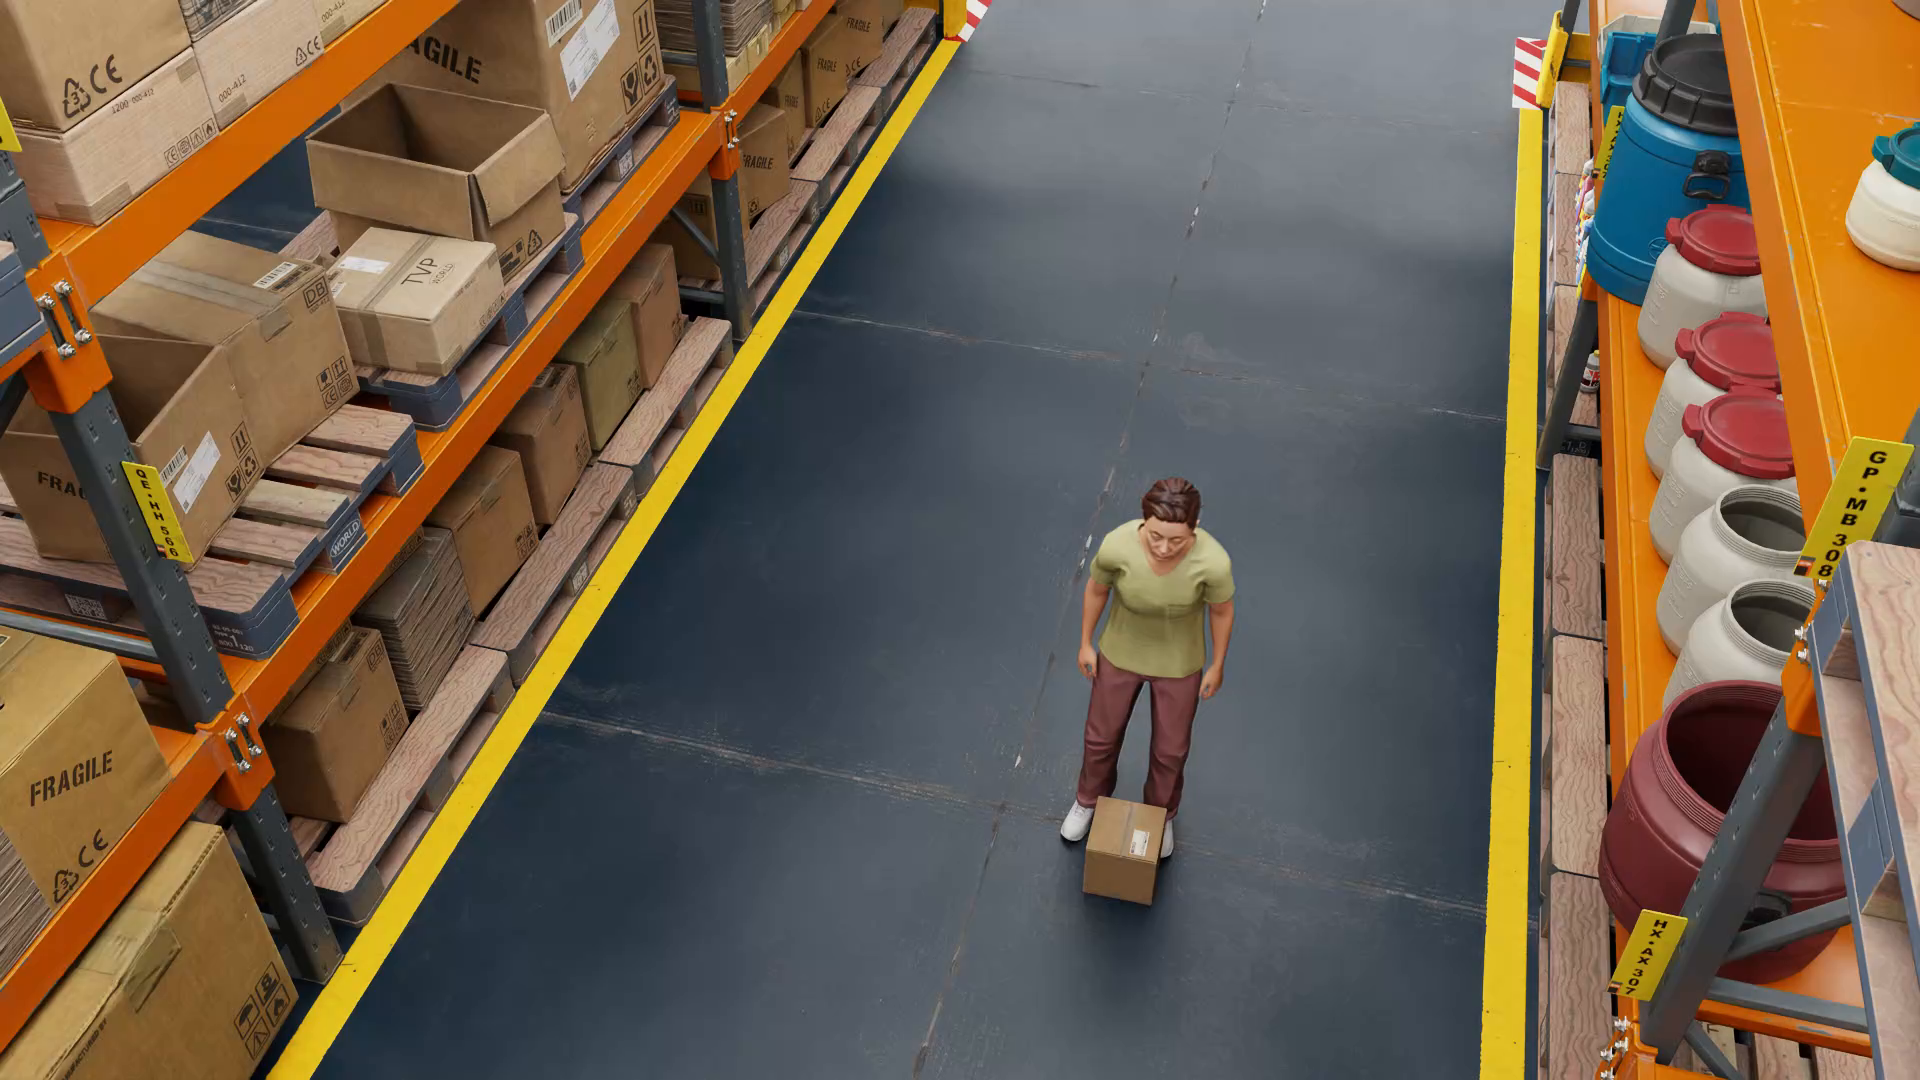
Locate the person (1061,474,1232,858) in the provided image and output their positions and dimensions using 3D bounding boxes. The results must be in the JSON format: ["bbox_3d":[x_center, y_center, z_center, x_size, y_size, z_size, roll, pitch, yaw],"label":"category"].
[{"bbox_3d":[0.644,0.421,5.681,0.499,1.670,0.357,10,42,12],"label":"person"}]
